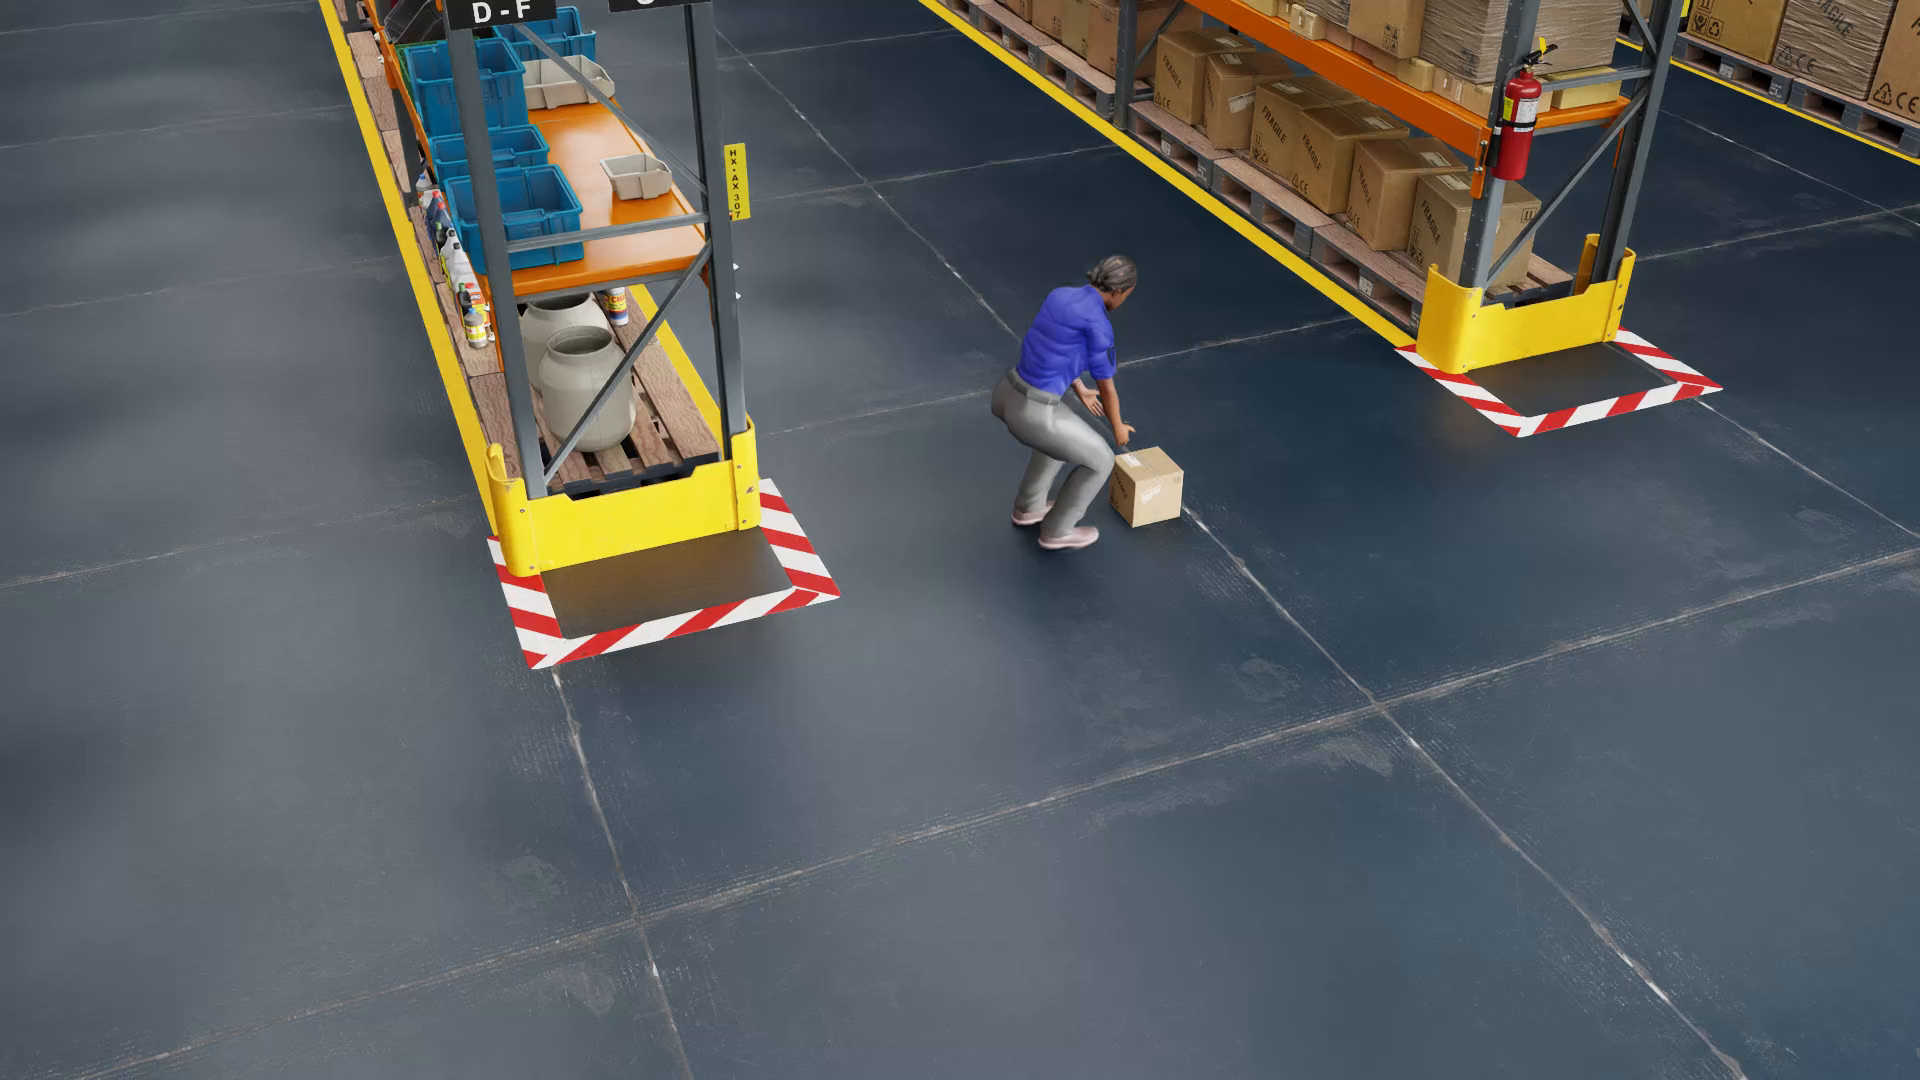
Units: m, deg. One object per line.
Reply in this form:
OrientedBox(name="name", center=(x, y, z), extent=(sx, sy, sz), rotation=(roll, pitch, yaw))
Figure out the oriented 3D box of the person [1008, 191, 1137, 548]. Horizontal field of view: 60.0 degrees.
OrientedBox(name="person", center=(0.476, -0.747, 7.278), extent=(0.515, 1.656, 0.413), rotation=(-14, 36, -20))
